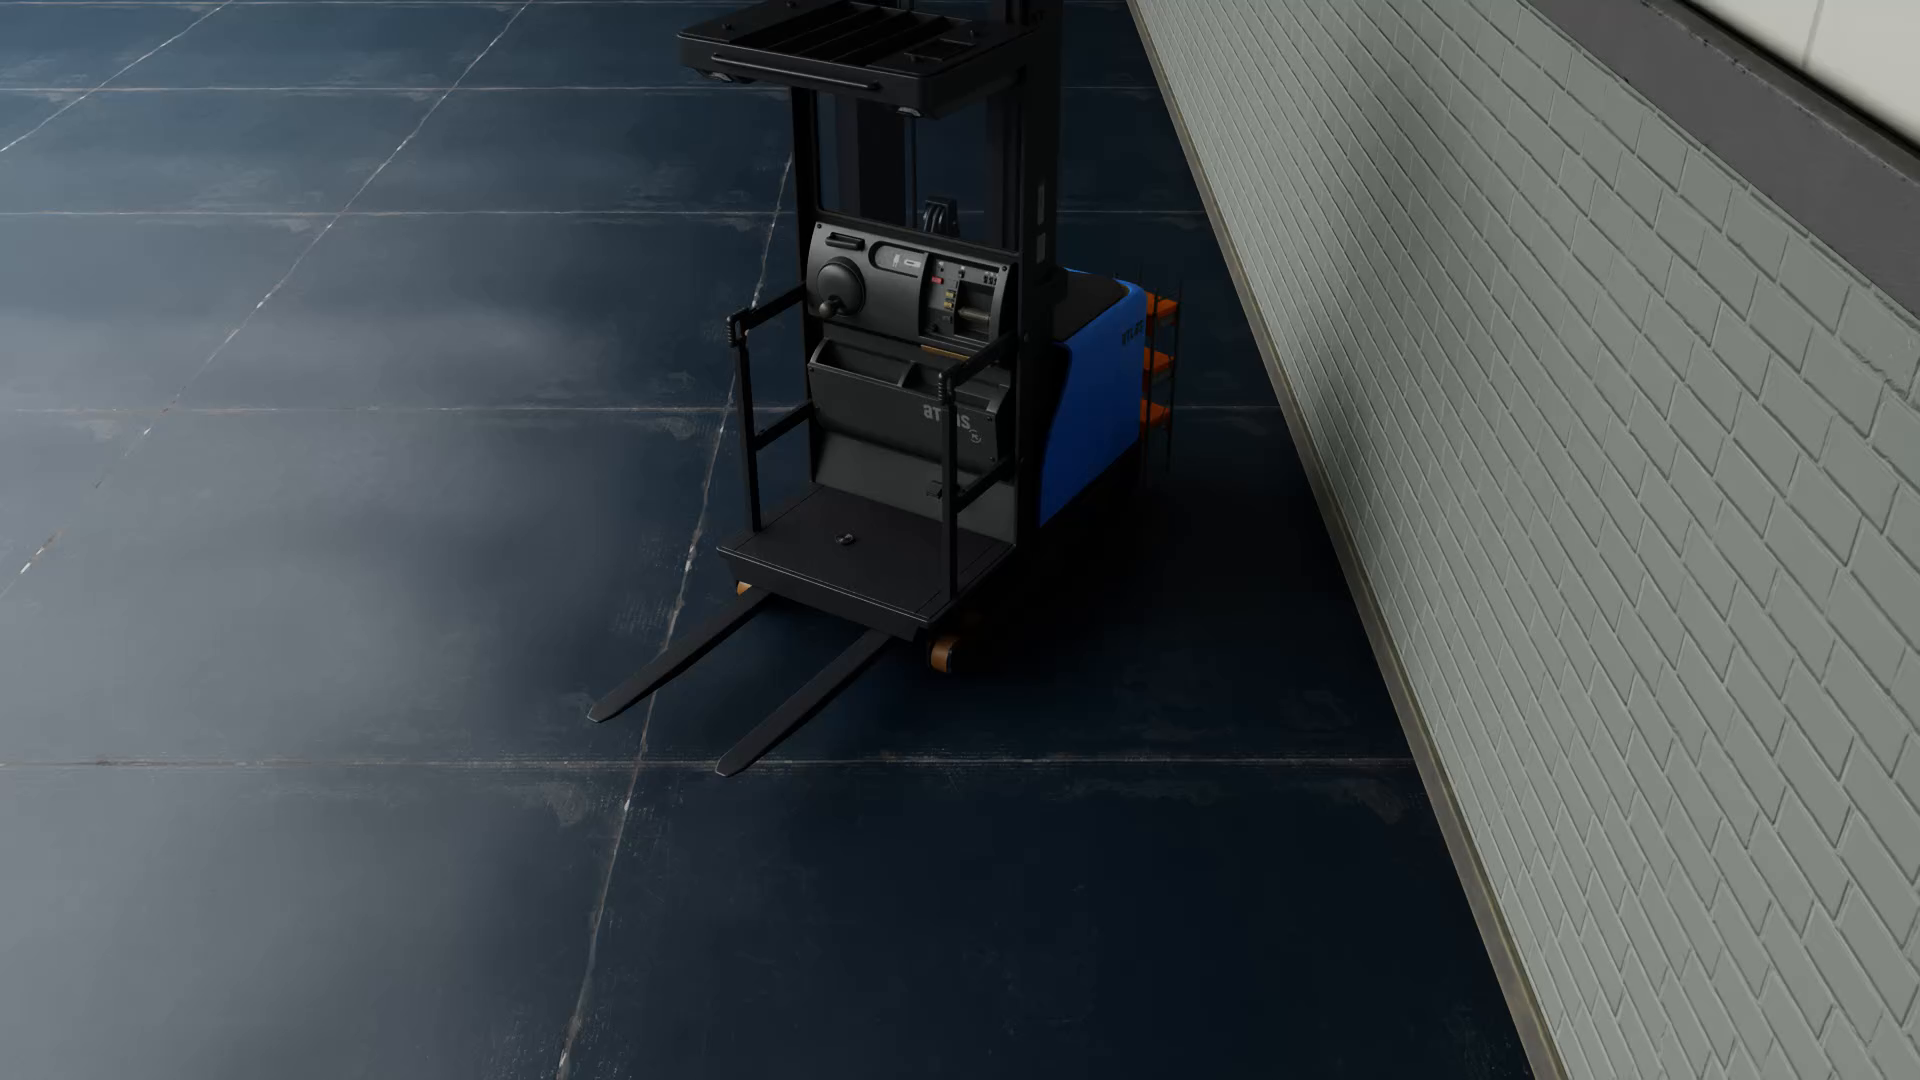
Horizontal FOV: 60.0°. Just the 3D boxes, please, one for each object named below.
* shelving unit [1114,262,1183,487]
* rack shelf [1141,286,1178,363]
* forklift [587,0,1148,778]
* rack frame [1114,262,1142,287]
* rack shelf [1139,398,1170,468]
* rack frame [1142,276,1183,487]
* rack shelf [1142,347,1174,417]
[{"bbox_3d":[0.882,-0.791,8.041,0.252,1.050,0.215,27,40,37],"label":"shelving unit"},{"bbox_3d":[0.882,-1.024,7.900,0.240,0.259,0.215,27,40,37],"label":"rack shelf"},{"bbox_3d":[-0.325,-0.978,6.536,1.130,2.935,3.031,18,35,26],"label":"forklift"},{"bbox_3d":[0.794,-0.835,8.114,0.008,1.050,0.200,27,40,37],"label":"rack frame"},{"bbox_3d":[0.882,-0.544,8.191,0.240,0.259,0.215,27,40,37],"label":"rack shelf"},{"bbox_3d":[0.969,-0.746,7.968,0.008,1.050,0.200,27,40,37],"label":"rack frame"},{"bbox_3d":[0.882,-0.782,8.047,0.240,0.259,0.215,27,40,37],"label":"rack shelf"}]
